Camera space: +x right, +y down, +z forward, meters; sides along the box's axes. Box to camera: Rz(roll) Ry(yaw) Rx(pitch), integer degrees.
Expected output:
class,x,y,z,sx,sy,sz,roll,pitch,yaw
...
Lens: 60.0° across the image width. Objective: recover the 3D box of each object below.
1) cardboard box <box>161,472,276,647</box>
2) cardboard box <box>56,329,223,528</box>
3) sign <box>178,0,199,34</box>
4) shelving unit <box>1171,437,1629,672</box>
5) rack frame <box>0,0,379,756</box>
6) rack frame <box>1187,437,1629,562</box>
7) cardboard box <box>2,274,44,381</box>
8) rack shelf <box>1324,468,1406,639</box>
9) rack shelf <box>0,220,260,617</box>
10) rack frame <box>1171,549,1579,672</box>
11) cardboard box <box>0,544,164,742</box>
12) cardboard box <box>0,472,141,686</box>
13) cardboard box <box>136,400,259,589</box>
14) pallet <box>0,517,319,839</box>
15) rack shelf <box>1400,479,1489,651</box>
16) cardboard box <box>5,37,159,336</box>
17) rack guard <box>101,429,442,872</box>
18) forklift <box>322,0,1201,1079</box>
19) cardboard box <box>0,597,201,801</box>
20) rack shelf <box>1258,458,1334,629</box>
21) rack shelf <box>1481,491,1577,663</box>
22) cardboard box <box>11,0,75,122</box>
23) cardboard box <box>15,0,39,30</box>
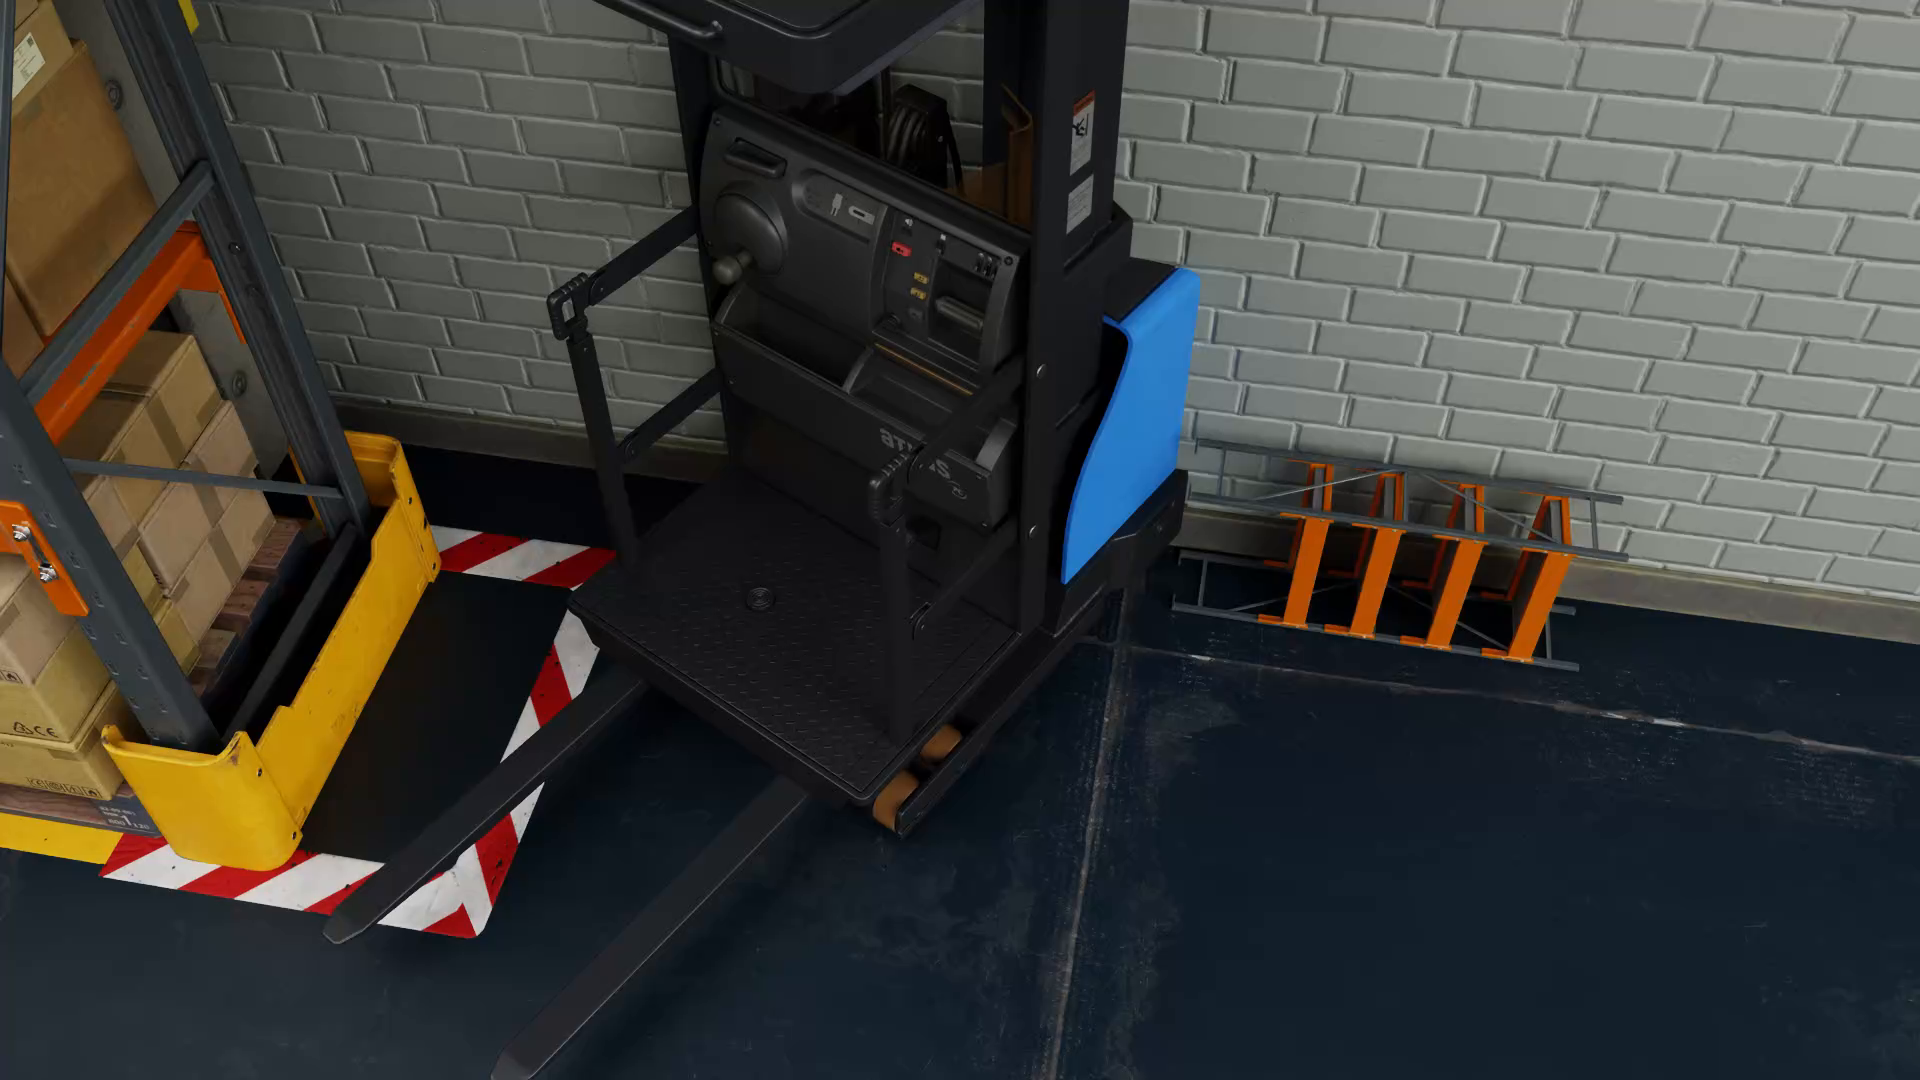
class,x,y,z,sx,sy,sz,roll,pitch,yaw
cardboard box,-2.350,0.010,4.791,0.500,0.250,0.500,8,49,7
cardboard box,-2.341,-0.319,4.414,0.500,0.250,0.500,7,48,6
sign,-1.797,-1.282,3.750,0.005,0.325,0.100,8,49,7
shelving unit,1.253,0.045,4.863,1.200,0.503,0.258,8,49,8
rack frame,-1.901,-0.561,3.738,0.127,3.000,1.000,8,49,7
rack frame,1.253,-0.118,4.681,1.200,0.015,0.240,8,49,8
cardboard box,-2.432,-0.467,3.586,0.500,0.500,0.500,7,48,6
rack shelf,1.187,0.035,4.871,0.148,0.480,0.258,8,49,8
rack shelf,-3.870,-0.585,4.243,4.000,0.370,1.077,8,49,7
rack frame,1.253,0.208,5.044,1.200,0.015,0.240,8,49,8
cardboard box,-2.436,0.215,4.270,0.500,0.250,0.500,7,48,6
cardboard box,-2.410,0.051,4.082,0.500,0.250,0.500,9,49,8
cardboard box,-2.327,-0.164,4.611,0.500,0.250,0.500,8,49,8
pallet,-2.661,0.300,4.838,1.213,0.211,1.003,8,49,7
rack shelf,1.406,0.068,4.842,0.148,0.480,0.258,8,49,8
cardboard box,-2.340,-0.863,3.942,0.500,0.500,0.500,9,49,8
rack guard,-1.878,0.278,4.664,0.348,0.500,1.175,8,49,7
forklift,-0.384,-0.608,3.826,1.130,2.935,3.031,30,55,24
cardboard box,-2.420,0.387,4.452,0.500,0.250,0.500,8,49,7
rack shelf,0.992,0.006,4.897,0.148,0.480,0.258,8,49,8
rack shelf,1.638,0.102,4.811,0.148,0.480,0.258,8,49,8
cardboard box,-2.189,-1.046,3.670,0.250,0.149,0.380,7,48,6
cardboard box,-2.194,-1.111,3.529,0.250,0.149,0.380,7,48,6
